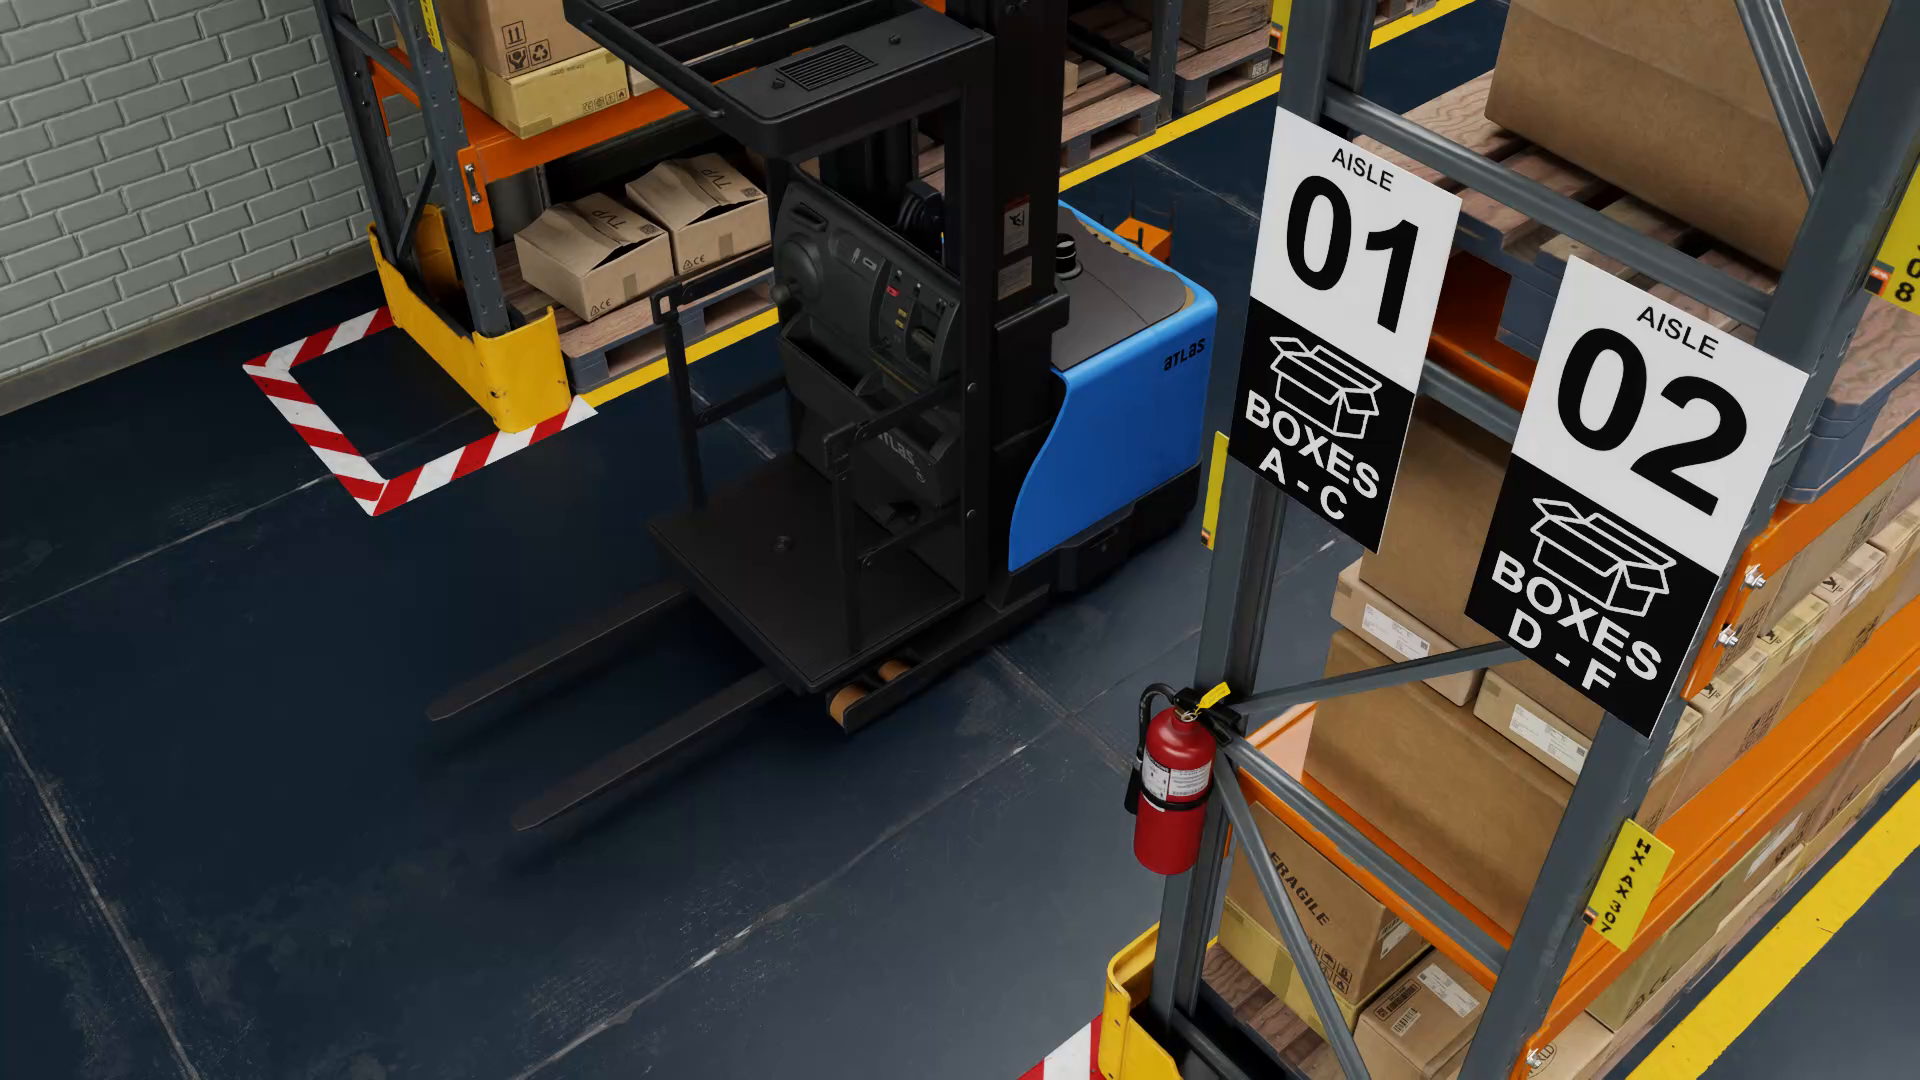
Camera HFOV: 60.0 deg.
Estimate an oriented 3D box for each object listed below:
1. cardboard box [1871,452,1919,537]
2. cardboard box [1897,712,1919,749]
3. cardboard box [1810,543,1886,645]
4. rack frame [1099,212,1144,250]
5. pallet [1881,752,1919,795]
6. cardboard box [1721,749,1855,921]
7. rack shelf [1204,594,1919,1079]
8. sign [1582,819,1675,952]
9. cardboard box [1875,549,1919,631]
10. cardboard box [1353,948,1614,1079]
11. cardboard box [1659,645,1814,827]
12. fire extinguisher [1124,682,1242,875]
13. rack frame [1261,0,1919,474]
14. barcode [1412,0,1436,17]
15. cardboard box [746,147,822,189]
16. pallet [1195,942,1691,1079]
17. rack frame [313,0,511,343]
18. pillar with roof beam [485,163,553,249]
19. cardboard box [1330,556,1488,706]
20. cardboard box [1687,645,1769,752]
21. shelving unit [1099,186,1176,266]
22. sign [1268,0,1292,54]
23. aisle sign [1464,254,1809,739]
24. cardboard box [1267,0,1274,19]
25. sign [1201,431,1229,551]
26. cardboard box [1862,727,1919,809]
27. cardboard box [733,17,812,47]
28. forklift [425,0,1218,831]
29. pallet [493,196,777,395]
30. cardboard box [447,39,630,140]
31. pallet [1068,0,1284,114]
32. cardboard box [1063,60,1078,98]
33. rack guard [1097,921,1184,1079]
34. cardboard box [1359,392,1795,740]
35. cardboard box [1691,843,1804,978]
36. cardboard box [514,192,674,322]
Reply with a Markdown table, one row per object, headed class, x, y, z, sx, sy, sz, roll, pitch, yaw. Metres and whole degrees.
| class | x | y | z | sx | sy | sz | roll | pitch | yaw |
| --- | --- | --- | --- | --- | --- | --- | --- | --- | --- |
| cardboard box | 2.110 | -0.476 | 4.045 | 0.500 | 0.500 | 0.700 | -30 | 51 | -28 |
| cardboard box | 2.998 | 0.283 | 5.411 | 0.500 | 0.500 | 0.500 | -30 | 51 | -28 |
| cardboard box | 1.944 | 0.043 | 3.966 | 0.250 | 0.149 | 0.380 | -31 | 51 | -28 |
| rack frame | 0.639 | -0.874 | 6.911 | 0.200 | 1.050 | 0.008 | 26 | 49 | 26 |
| pallet | 3.348 | 0.298 | 6.279 | 1.213 | 0.211 | 1.003 | -30 | 51 | -28 |
| cardboard box | 2.229 | 0.721 | 4.945 | 0.500 | 0.500 | 0.500 | -30 | 51 | -28 |
| rack shelf | 2.451 | 0.095 | 4.984 | 4.000 | 0.370 | 1.077 | -30 | 51 | -28 |
| sign | 1.268 | 0.661 | 3.165 | 0.005 | 0.325 | 0.100 | -30 | 51 | -28 |
| cardboard box | 2.469 | -0.205 | 4.705 | 0.500 | 0.500 | 0.700 | -28 | 50 | -27 |
| cardboard box | 1.471 | 1.441 | 4.726 | 0.500 | 0.250 | 0.500 | -30 | 51 | -28 |
| cardboard box | 1.683 | 0.243 | 4.227 | 0.500 | 0.500 | 0.700 | -28 | 50 | -27 |
| fire extinguisher | 0.528 | 0.547 | 4.033 | 0.183 | 0.674 | 0.296 | -30 | 51 | -28 |
| rack frame | 0.917 | -1.476 | 1.748 | 0.127 | 3.000 | 1.000 | -30 | 51 | -28 |
| barcode | 0.839 | -0.980 | 2.987 | 0.075 | 0.075 | 0.001 | -30 | 51 | -28 |
| cardboard box | -0.644 | -1.941 | 8.130 | 0.500 | 0.500 | 0.700 | -33 | 52 | -30 |
| pallet | 1.477 | 1.369 | 5.138 | 1.213 | 0.211 | 1.003 | -30 | 51 | -28 |
| rack frame | -2.264 | -1.889 | 6.570 | 0.127 | 3.000 | 1.000 | -30 | 51 | -28 |
| pillar with roof beam | 0.480 | -2.577 | 2.920 | 0.400 | 9.000 | 9.100 | -30 | 51 | -28 |
| cardboard box | 1.088 | 0.170 | 3.831 | 0.250 | 0.149 | 0.380 | -31 | 51 | -28 |
| cardboard box | 1.557 | 0.261 | 3.734 | 0.250 | 0.149 | 0.380 | -31 | 51 | -29 |
| shelving unit | 0.710 | -0.941 | 6.983 | 0.215 | 1.050 | 0.252 | 26 | 49 | 26 |
| sign | 0.579 | -0.967 | 2.809 | 0.005 | 0.325 | 0.100 | -30 | 51 | -28 |
| aisle sign | 1.063 | -0.047 | 2.710 | 0.004 | 0.787 | 0.394 | -30 | 51 | -28 |
| cardboard box | 1.722 | -3.480 | 9.769 | 0.500 | 0.500 | 0.700 | -31 | 51 | -29 |
| sign | 0.579 | -0.089 | 3.634 | 0.005 | 0.325 | 0.100 | -30 | 51 | -28 |
| cardboard box | 3.006 | 0.563 | 5.661 | 0.500 | 0.250 | 0.500 | -30 | 51 | -28 |
| cardboard box | -0.902 | -2.345 | 7.151 | 0.500 | 0.250 | 0.500 | -31 | 51 | -28 |
| forklift | -0.486 | -0.794 | 5.454 | 3.031 | 2.935 | 1.130 | -30 | 51 | -28 |
| pallet | -1.560 | -1.244 | 7.920 | 1.213 | 0.211 | 1.003 | -30 | 51 | -28 |
| cardboard box | -1.686 | -1.889 | 6.665 | 0.500 | 0.250 | 0.500 | -31 | 51 | -29 |
| pallet | 1.400 | -2.972 | 9.760 | 1.213 | 0.211 | 1.003 | -30 | 51 | -28 |
| cardboard box | 0.413 | -2.523 | 8.993 | 0.380 | 0.166 | 0.250 | 32 | 52 | 30 |
| rack guard | 0.899 | 1.633 | 4.647 | 0.348 | 0.500 | 1.175 | -30 | 51 | -28 |
| cardboard box | 1.324 | -0.020 | 3.560 | 0.500 | 0.500 | 0.700 | -30 | 51 | -28 |
| cardboard box | 2.236 | 1.000 | 5.195 | 0.500 | 0.250 | 0.500 | -30 | 51 | -28 |
| cardboard box | -1.676 | -1.326 | 7.613 | 0.500 | 0.311 | 0.500 | 33 | 52 | 30 |
